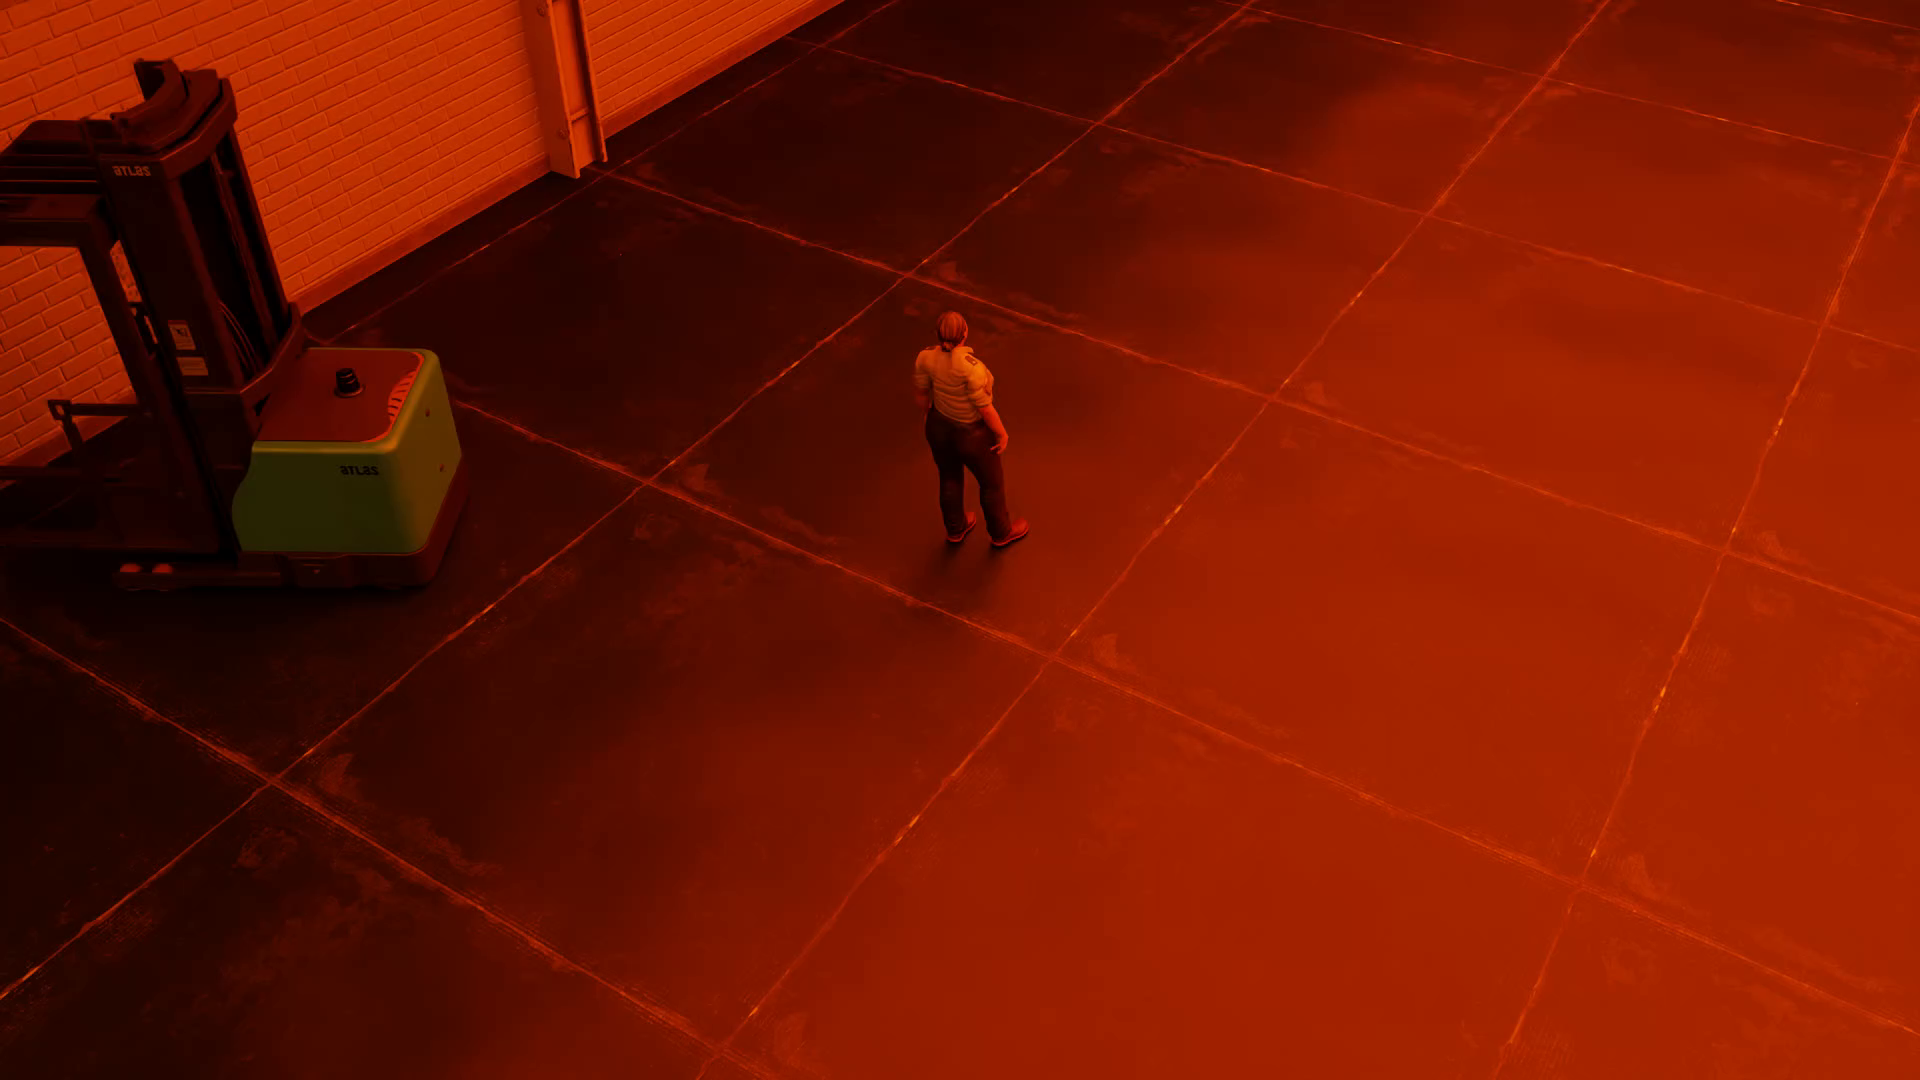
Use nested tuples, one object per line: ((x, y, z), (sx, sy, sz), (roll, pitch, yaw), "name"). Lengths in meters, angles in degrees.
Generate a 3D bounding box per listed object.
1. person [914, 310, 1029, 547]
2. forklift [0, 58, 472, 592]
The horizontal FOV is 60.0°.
((0.067, -0.675, 9.745), (0.599, 1.650, 0.503), (22, 45, 24), "person")
((-4.618, -1.154, 9.329), (3.031, 2.935, 1.130), (1, 40, 1), "forklift")
